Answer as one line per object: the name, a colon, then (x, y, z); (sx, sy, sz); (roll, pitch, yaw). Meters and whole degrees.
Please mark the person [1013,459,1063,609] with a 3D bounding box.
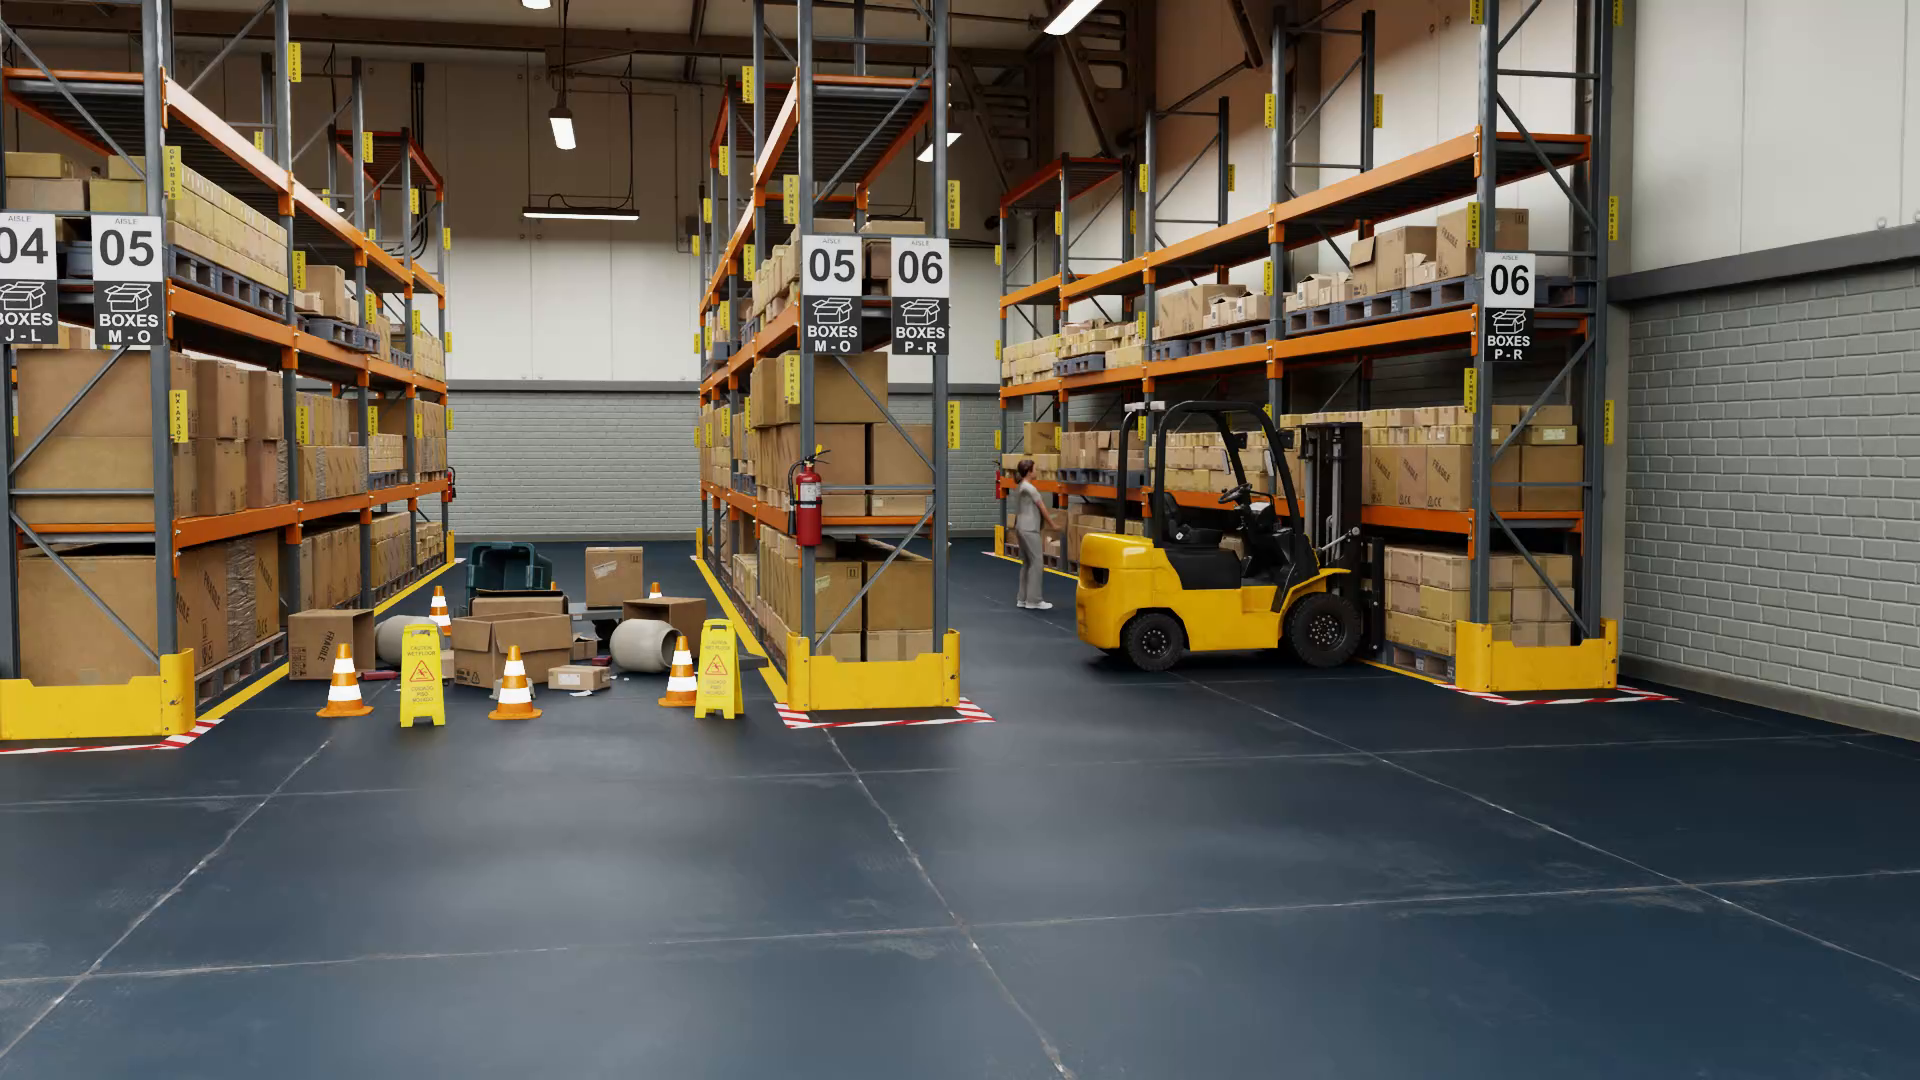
person: (0.851, -0.070, 18.559); (0.536, 1.669, 0.409); (-1, 3, -12)
